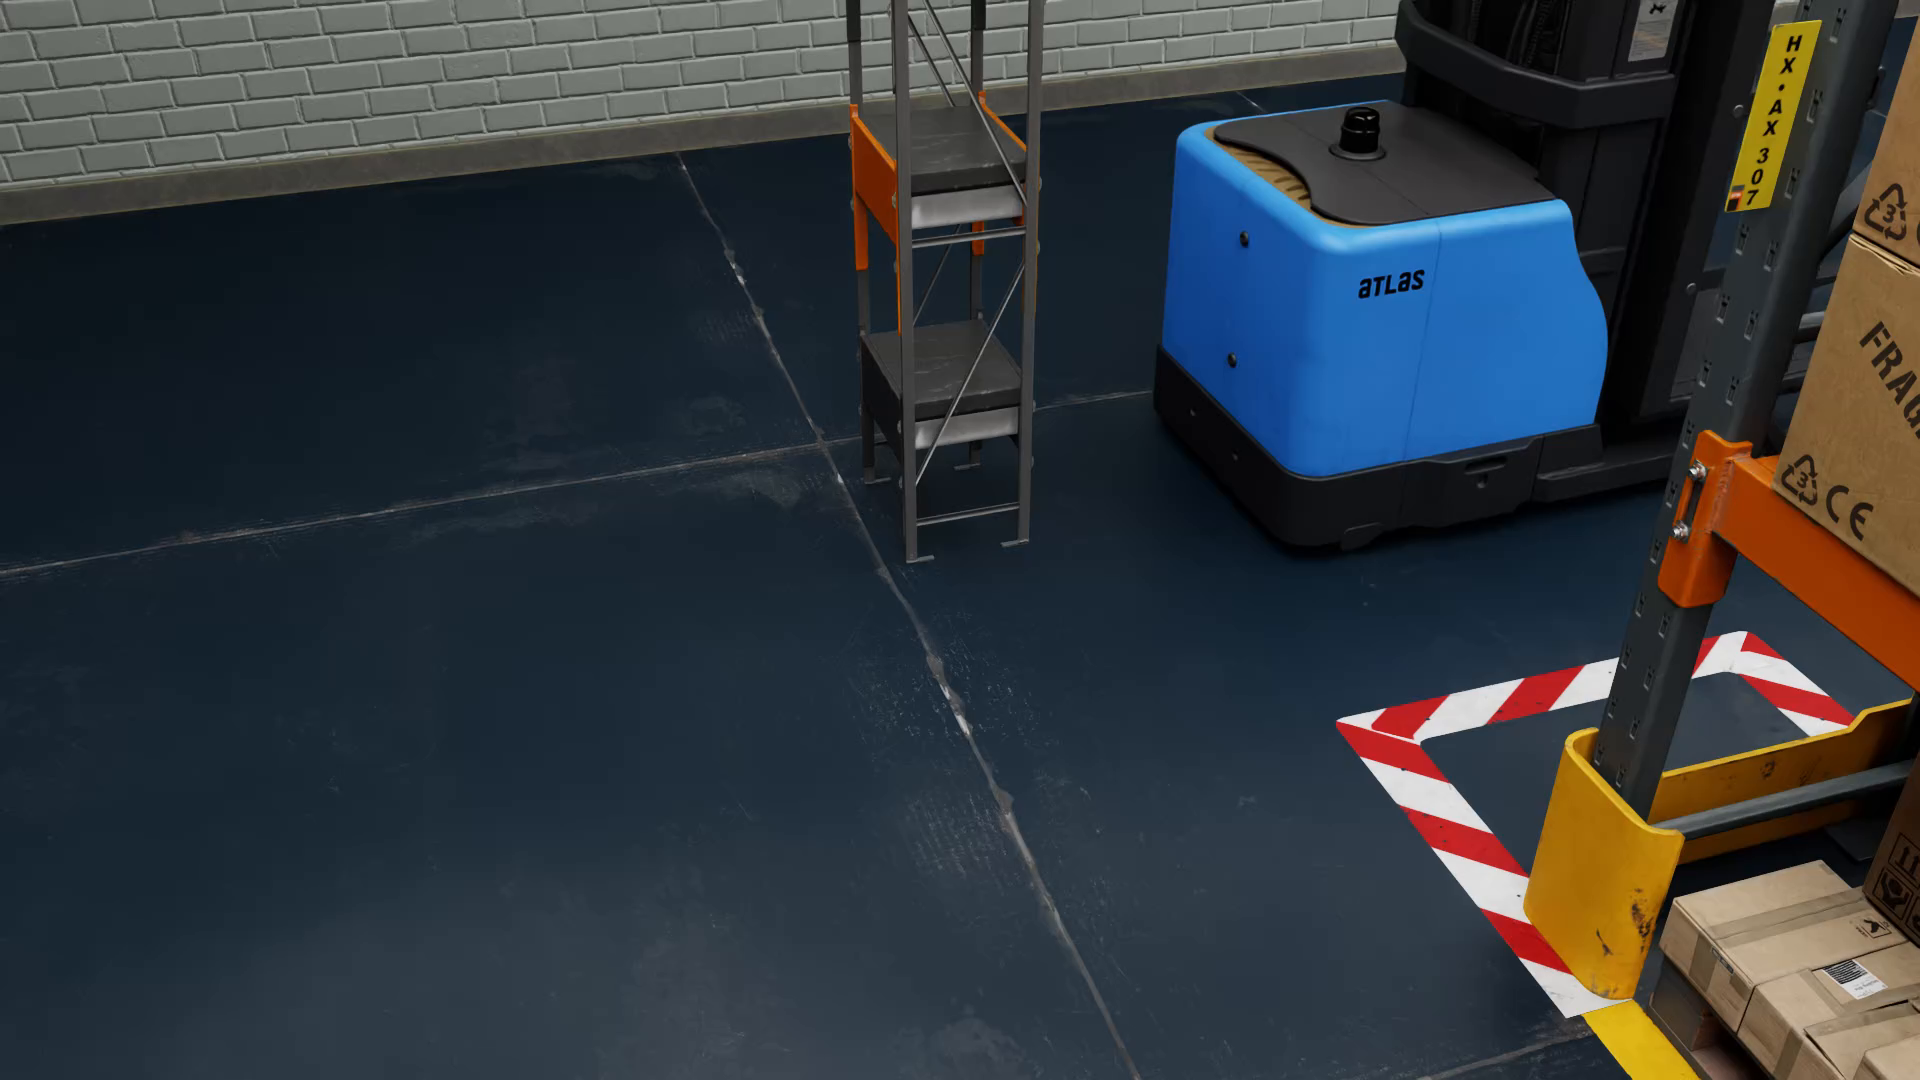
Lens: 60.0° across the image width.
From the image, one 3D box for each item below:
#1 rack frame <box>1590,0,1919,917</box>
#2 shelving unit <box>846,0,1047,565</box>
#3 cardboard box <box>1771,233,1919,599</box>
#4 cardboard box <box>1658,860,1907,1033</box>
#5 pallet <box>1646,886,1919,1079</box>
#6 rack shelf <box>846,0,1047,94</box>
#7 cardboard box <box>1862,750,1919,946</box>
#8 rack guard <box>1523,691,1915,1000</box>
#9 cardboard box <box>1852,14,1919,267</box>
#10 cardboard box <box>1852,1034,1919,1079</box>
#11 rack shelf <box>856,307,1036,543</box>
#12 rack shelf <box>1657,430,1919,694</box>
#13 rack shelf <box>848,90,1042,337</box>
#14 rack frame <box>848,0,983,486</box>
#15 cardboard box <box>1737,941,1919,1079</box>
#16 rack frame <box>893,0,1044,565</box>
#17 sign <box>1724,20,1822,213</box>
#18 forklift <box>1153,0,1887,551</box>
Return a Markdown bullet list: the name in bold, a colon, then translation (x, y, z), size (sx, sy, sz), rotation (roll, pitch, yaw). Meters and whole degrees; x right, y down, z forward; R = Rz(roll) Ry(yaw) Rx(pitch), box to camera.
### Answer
- **rack frame**: translation (1.900, -0.446, 3.205), size (1.000, 3.000, 0.127), rotation (-10, 35, -15)
- **shelving unit**: translation (-0.050, -0.963, 4.803), size (0.431, 2.100, 0.503), rotation (-10, 35, -15)
- **cardboard box**: translation (1.784, -0.211, 2.757), size (0.500, 0.500, 0.500), rotation (-9, 35, -14)
- **cardboard box**: translation (1.700, 0.837, 3.449), size (0.380, 0.149, 0.250), rotation (-10, 35, -15)
- **pallet**: translation (2.167, 1.176, 3.280), size (1.003, 0.211, 1.213), rotation (-10, 35, -15)
- **rack shelf**: translation (-0.050, -1.536, 4.424), size (0.431, 0.518, 0.480), rotation (-10, 35, -15)
- **cardboard box**: translation (2.300, 0.657, 3.403), size (0.500, 0.500, 0.500), rotation (-10, 35, -15)
- **rack guard**: translation (1.923, 0.636, 3.833), size (1.175, 0.500, 0.348), rotation (-10, 35, -15)
- **cardboard box**: translation (1.784, -0.628, 2.482), size (0.500, 0.500, 0.500), rotation (-9, 35, -13)
- **cardboard box**: translation (1.948, 1.113, 2.940), size (0.500, 0.250, 0.500), rotation (-10, 35, -15)
- **rack shelf**: translation (-0.050, -0.368, 5.196), size (0.431, 0.518, 0.480), rotation (-10, 35, -15)
- **rack shelf**: translation (2.510, 0.904, 1.814), size (1.077, 0.370, 4.000), rotation (-10, 35, -15)
- **rack shelf**: translation (-0.050, -0.952, 4.810), size (0.431, 0.518, 0.480), rotation (-10, 35, -15)
- **rack frame**: translation (-0.125, -1.091, 4.997), size (0.400, 2.100, 0.015), rotation (-10, 35, -15)
- **cardboard box**: translation (1.776, 0.961, 3.246), size (0.380, 0.166, 0.250), rotation (-10, 35, -15)
- **rack frame**: translation (0.024, -0.835, 4.609), size (0.400, 2.100, 0.015), rotation (-10, 35, -15)
- **sign**: translation (1.383, -0.716, 2.828), size (0.100, 0.325, 0.005), rotation (-10, 35, -15)
- **forklift**: translation (2.250, -1.679, 5.132), size (3.031, 2.935, 1.130), rotation (-11, 35, -16)
